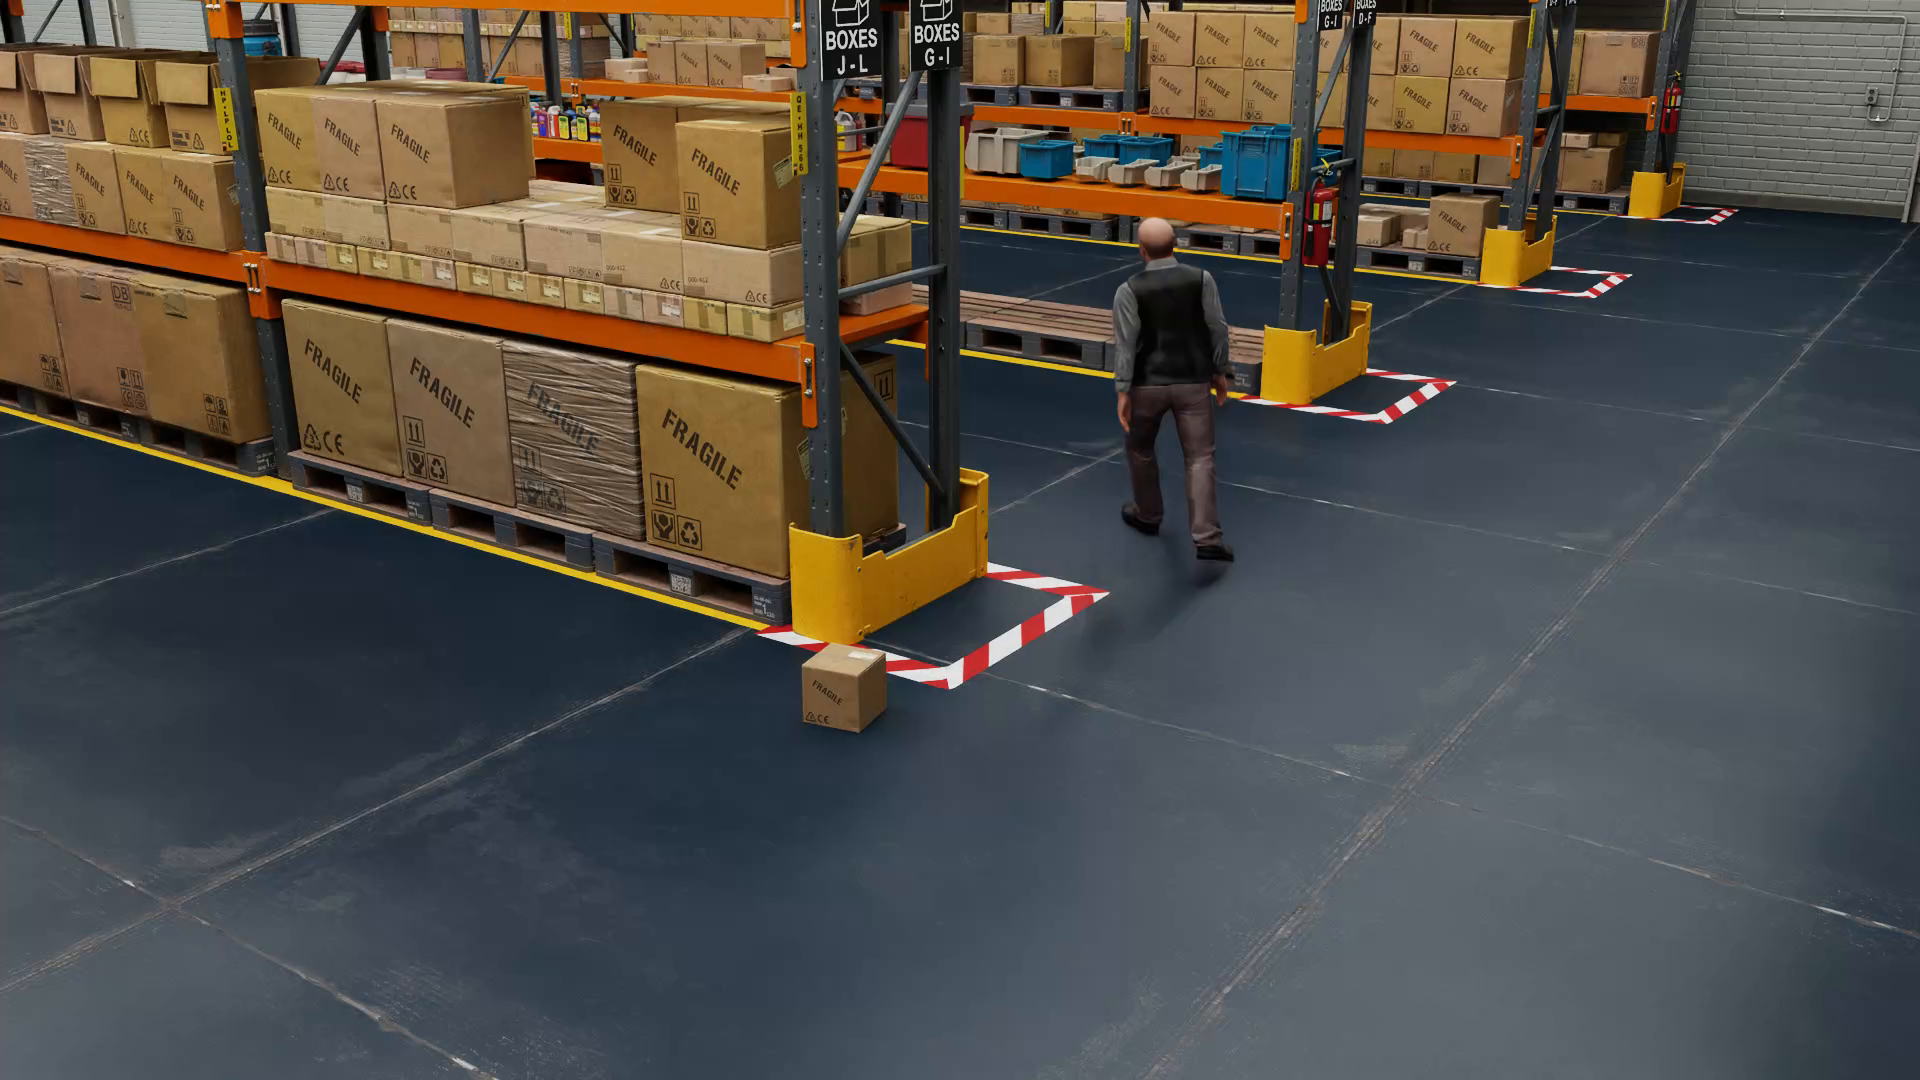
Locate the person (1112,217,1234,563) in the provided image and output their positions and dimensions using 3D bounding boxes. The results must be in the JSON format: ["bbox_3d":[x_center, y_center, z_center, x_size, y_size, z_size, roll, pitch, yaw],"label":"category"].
[{"bbox_3d":[1.059,-0.745,8.252,0.626,1.671,0.964,1,20,3],"label":"person"}]
